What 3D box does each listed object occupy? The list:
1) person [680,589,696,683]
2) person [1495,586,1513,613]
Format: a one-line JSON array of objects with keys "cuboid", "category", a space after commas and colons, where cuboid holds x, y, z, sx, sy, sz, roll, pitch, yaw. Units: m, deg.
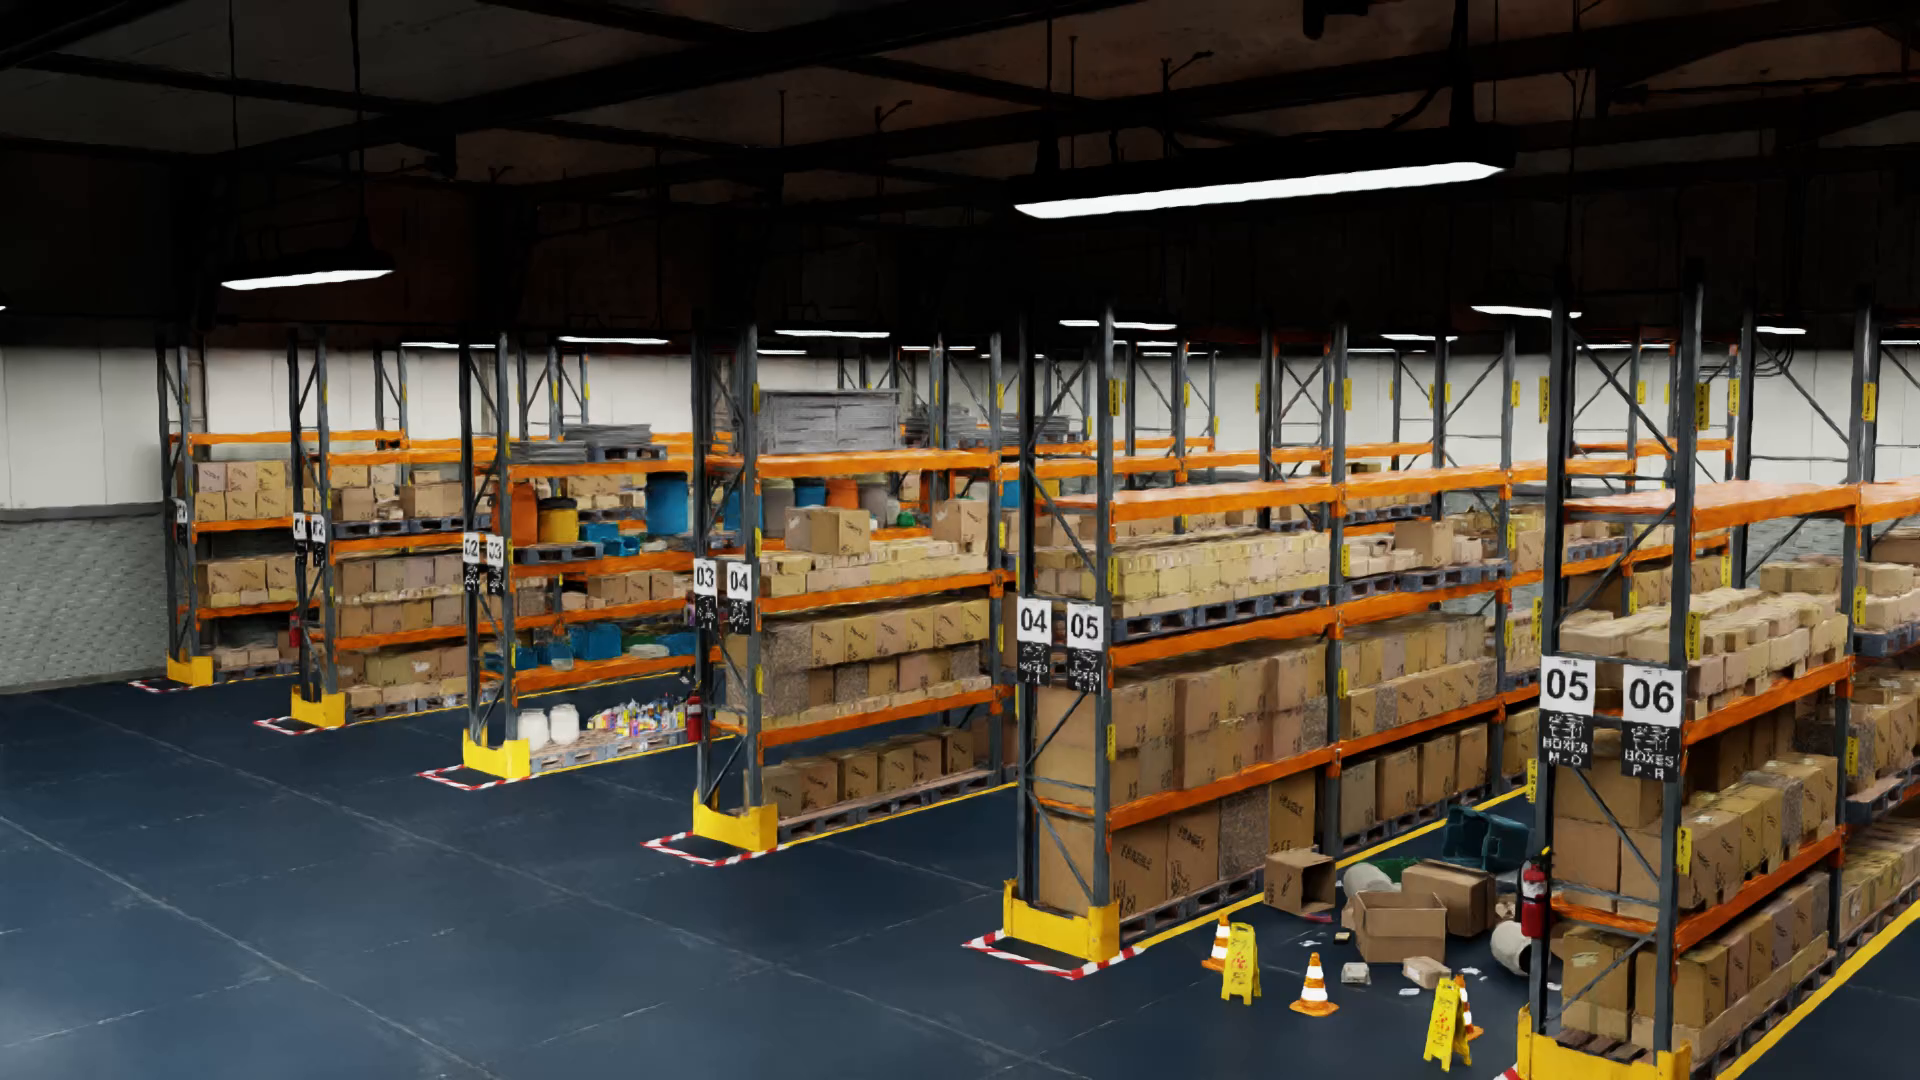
[{"cuboid": [-4.631, 1.649, 28.816, 0.420, 1.602, 0.506, 2, 6, 18], "category": "person"}, {"cuboid": [10.338, 1.339, 31.402, 0.553, 1.781, 0.646, 1, 6, 13], "category": "person"}]
